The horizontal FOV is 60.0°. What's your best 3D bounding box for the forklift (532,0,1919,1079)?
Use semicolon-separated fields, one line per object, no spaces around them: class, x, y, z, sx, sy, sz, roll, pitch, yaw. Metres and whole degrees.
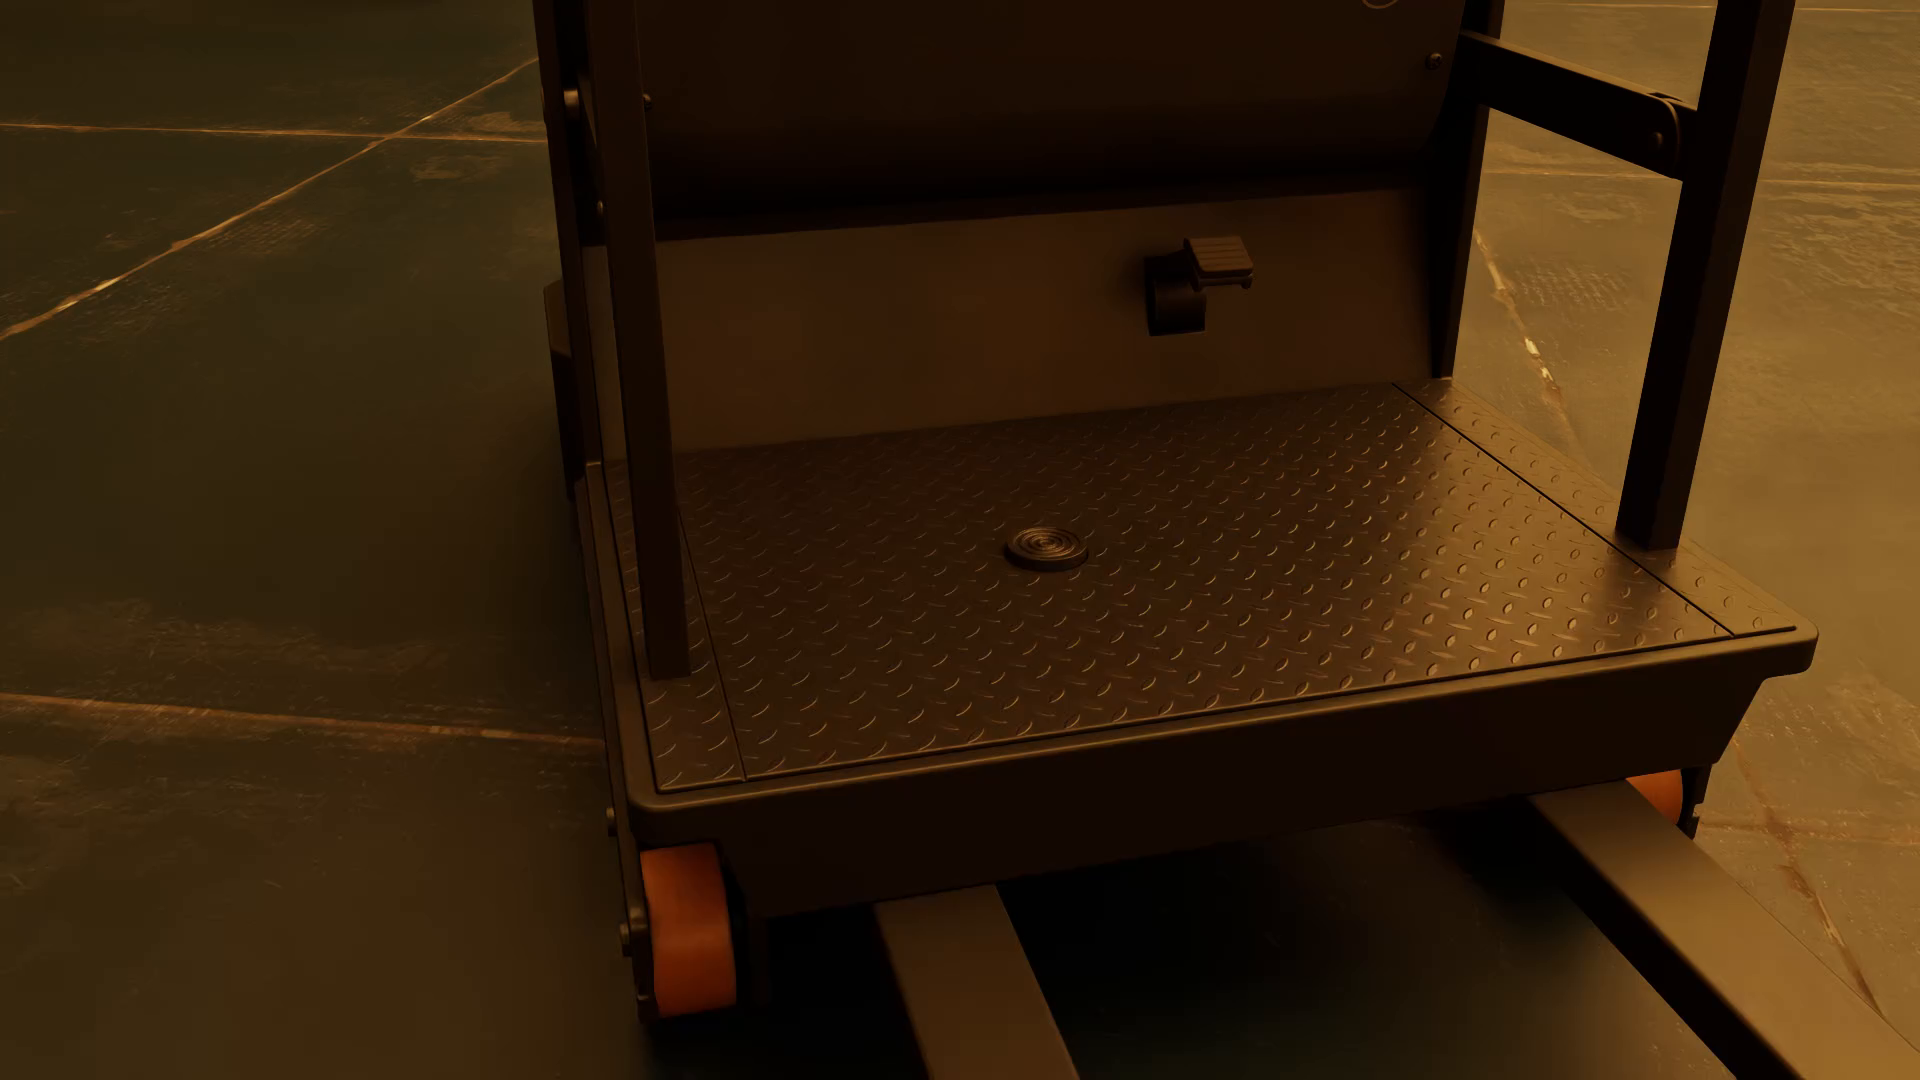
forklift;0.153;-1.049;1.319;1.130;2.935;3.031;-7;27;-13
